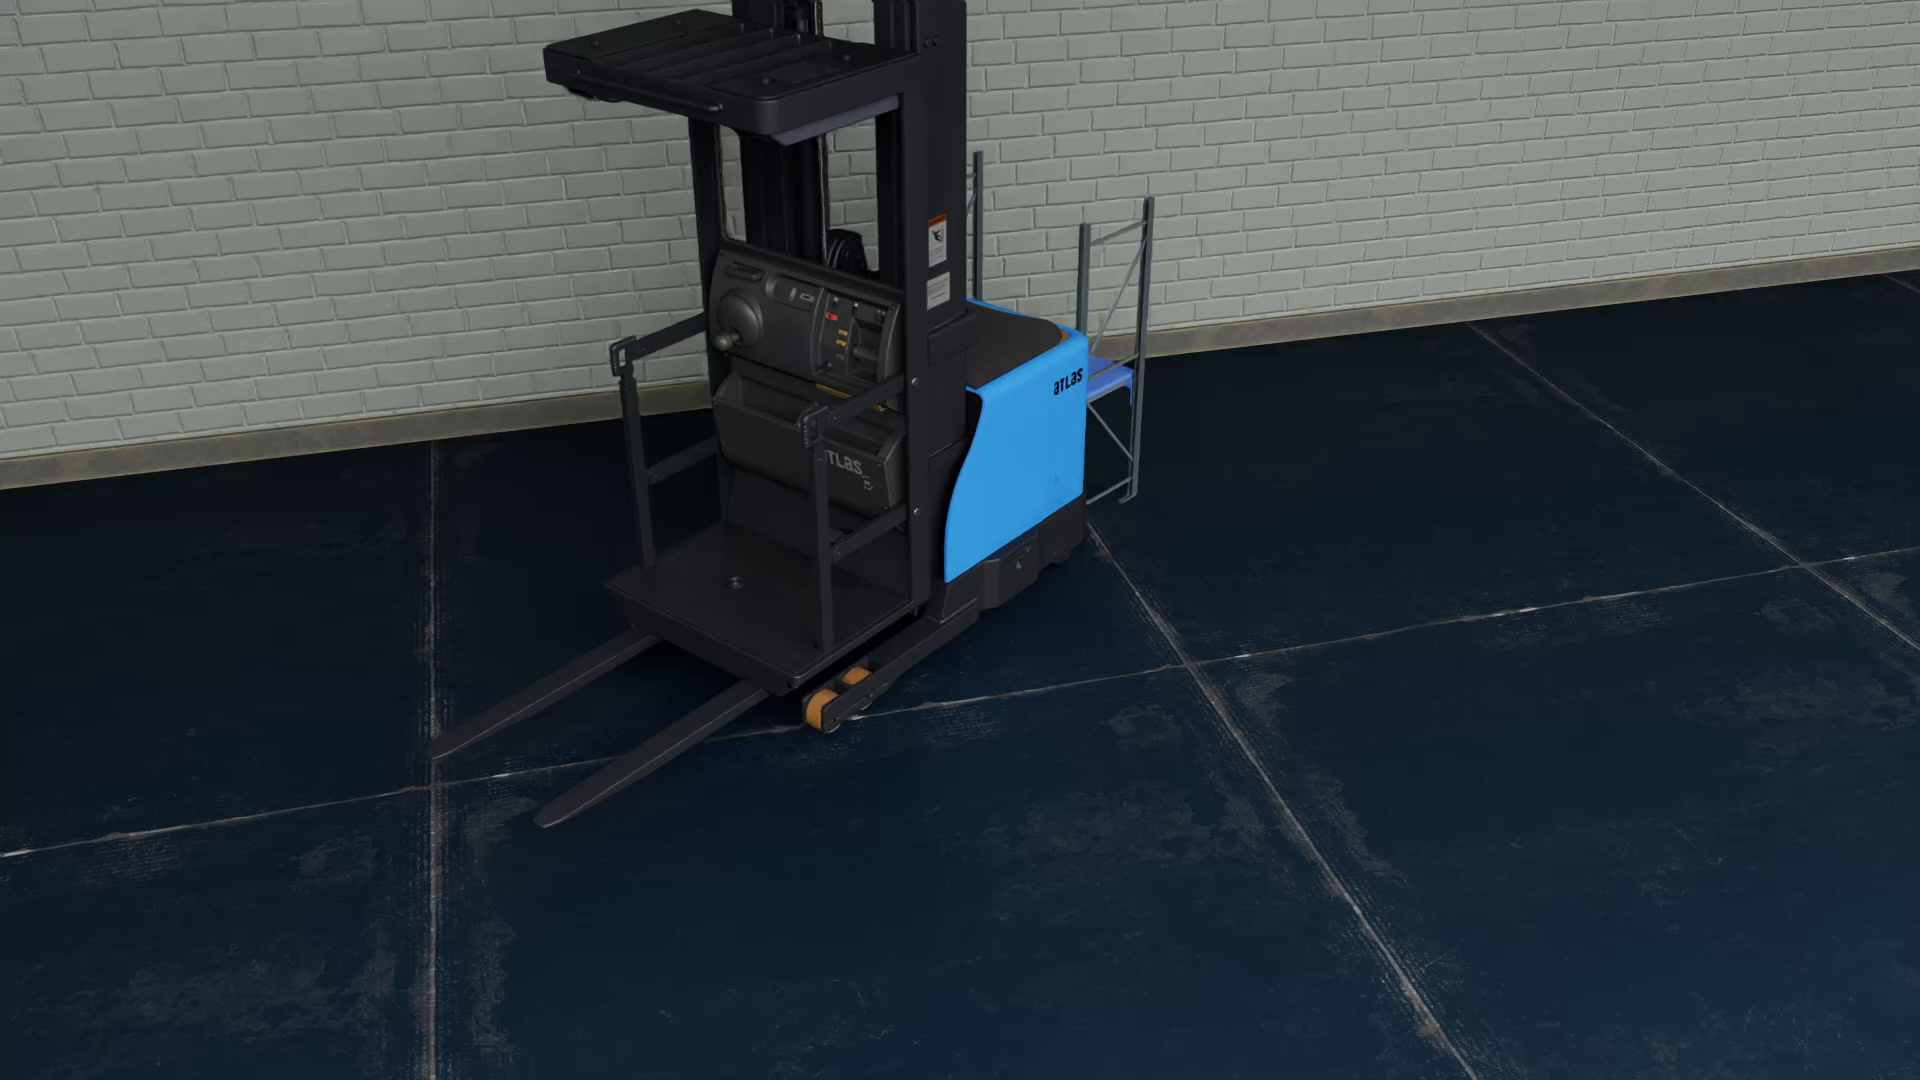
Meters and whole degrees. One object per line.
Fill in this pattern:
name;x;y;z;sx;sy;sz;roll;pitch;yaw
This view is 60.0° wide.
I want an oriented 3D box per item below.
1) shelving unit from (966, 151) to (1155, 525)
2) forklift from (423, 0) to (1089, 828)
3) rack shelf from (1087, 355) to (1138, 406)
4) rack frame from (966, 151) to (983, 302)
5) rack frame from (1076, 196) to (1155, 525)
shelving unit;0.310;-0.953;7.900;1.048;1.500;0.538;24;38;36
forklift;-0.734;-0.801;6.209;1.130;2.935;3.031;22;36;32
rack shelf;0.310;-0.798;7.990;1.000;0.185;0.538;24;38;36
rack frame;-0.066;-1.124;8.195;0.032;1.500;0.500;24;38;36
rack frame;0.687;-0.782;7.605;0.032;1.500;0.500;24;38;36
